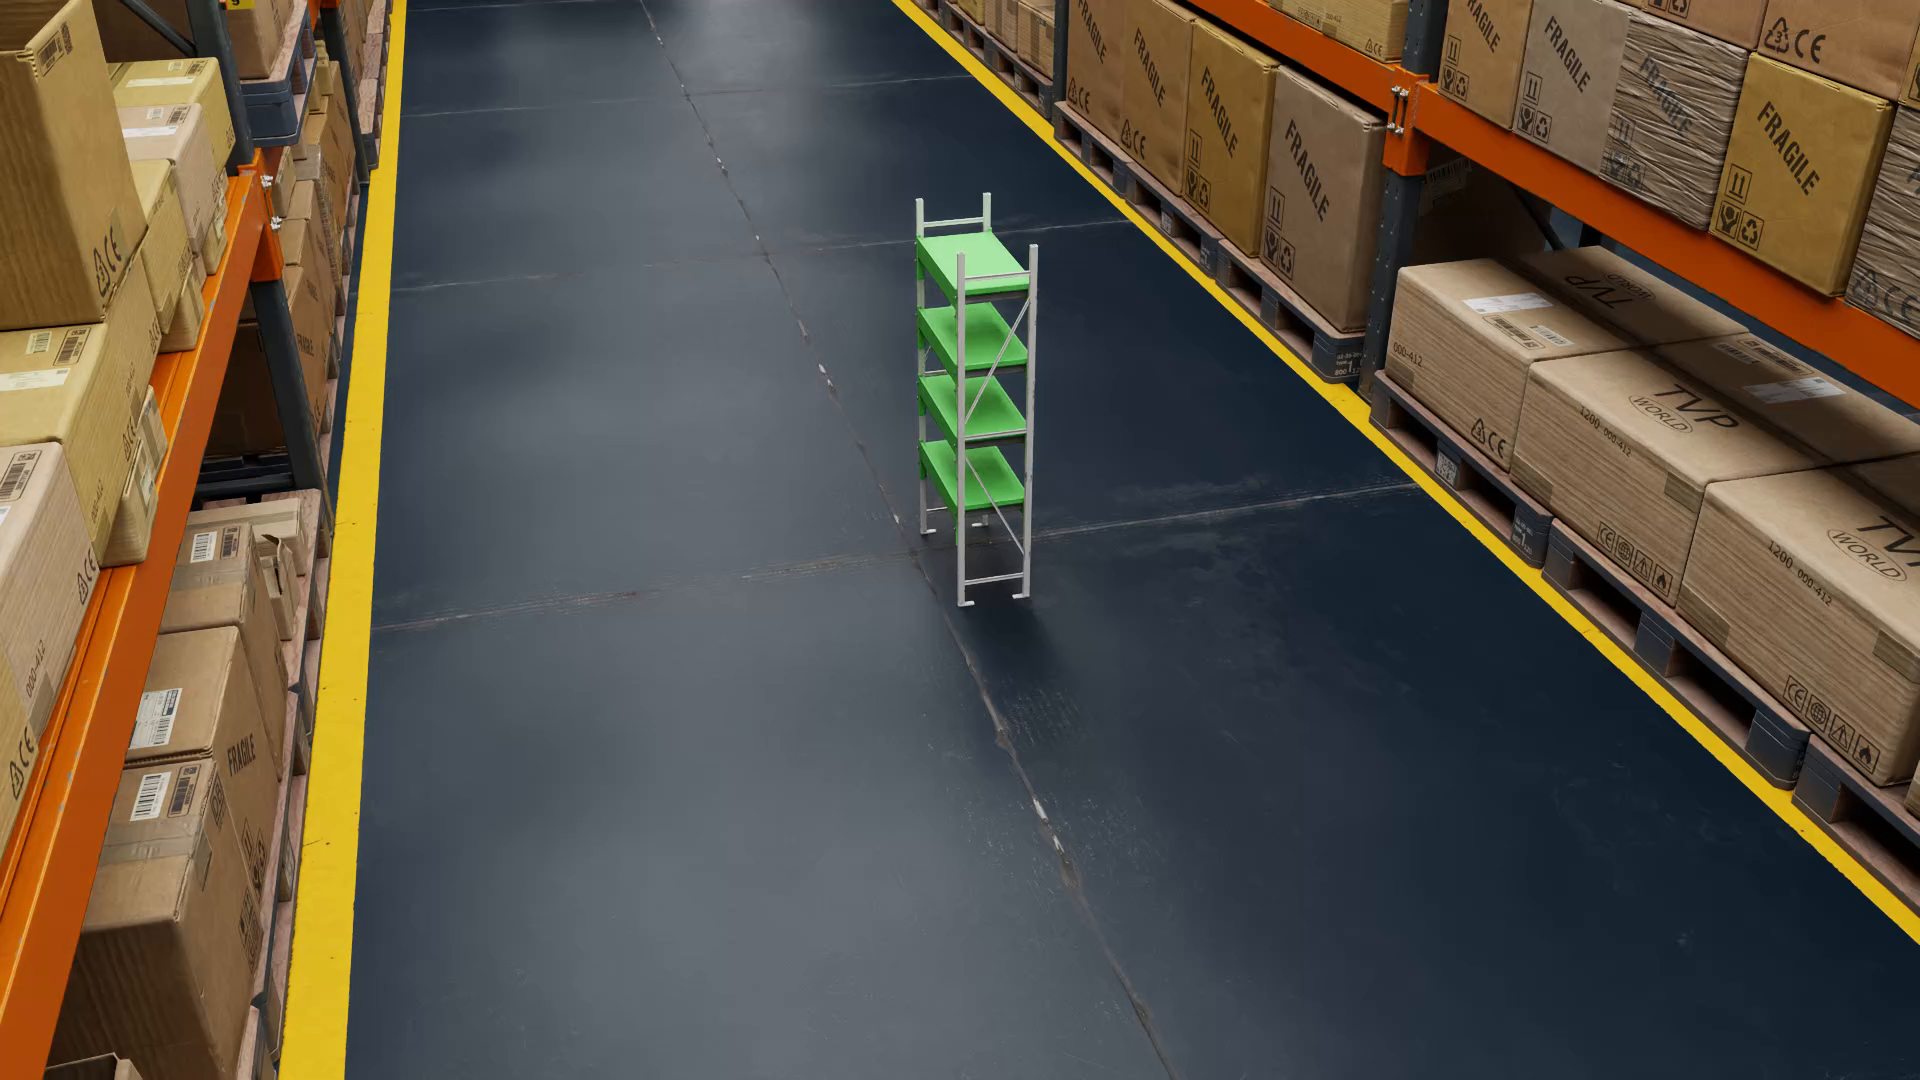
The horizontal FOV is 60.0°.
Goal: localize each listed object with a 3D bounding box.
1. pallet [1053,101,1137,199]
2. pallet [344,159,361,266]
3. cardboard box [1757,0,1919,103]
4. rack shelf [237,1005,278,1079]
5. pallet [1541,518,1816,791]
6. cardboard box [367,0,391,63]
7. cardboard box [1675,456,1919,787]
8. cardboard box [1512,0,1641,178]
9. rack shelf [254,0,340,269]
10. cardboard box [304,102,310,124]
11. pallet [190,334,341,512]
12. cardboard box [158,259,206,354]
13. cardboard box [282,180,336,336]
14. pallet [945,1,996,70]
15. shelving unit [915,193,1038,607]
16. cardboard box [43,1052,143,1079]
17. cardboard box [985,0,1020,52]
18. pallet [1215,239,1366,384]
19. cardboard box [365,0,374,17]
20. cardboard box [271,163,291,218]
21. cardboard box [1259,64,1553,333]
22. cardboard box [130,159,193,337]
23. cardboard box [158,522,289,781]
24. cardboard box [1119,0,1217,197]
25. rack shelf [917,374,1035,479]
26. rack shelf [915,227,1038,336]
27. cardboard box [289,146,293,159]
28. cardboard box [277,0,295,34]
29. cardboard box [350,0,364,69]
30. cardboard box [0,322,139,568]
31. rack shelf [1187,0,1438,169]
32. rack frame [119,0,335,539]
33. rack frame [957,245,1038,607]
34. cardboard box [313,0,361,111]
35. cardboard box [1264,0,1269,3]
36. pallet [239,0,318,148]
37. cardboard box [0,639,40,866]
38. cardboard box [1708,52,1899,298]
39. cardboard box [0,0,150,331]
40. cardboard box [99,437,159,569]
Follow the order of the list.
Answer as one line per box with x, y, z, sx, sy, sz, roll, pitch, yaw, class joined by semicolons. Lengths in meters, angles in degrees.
1.190;-2.264;9.451;1.003;0.211;1.213;-8;31;-13;pallet
-3.569;-1.627;8.351;1.003;0.211;1.213;-8;31;-13;pallet
2.393;-1.406;4.087;0.500;0.500;0.500;-8;31;-14;cardboard box
11.090;-4.163;10.148;30.696;2.800;11.642;-8;31;-13;rack shelf
2.569;0.245;5.116;1.003;0.211;1.213;-8;31;-13;pallet
-1.253;-3.159;8.763;5.789;2.449;8.416;-8;31;-14;cardboard box
2.655;0.183;4.578;0.875;0.438;0.875;-7;31;-12;cardboard box
2.117;-1.468;5.192;0.500;0.500;0.500;-8;31;-13;cardboard box
-3.200;-1.923;6.795;1.077;0.370;4.000;-8;31;-13;rack shelf
-3.200;-1.981;7.607;0.380;0.149;0.250;-7;31;-12;cardboard box
-2.921;-0.449;6.315;1.003;0.211;1.213;-8;31;-13;pallet
-2.020;-0.544;3.946;0.380;0.149;0.250;-8;31;-14;cardboard box
-2.860;-1.129;6.782;0.500;0.500;0.500;-9;31;-15;cardboard box
0.528;-3.620;11.794;1.003;0.211;1.213;-8;31;-13;pallet
0.044;-0.439;5.311;0.258;1.200;0.503;-8;31;-13;shelving unit
-1.678;1.255;2.661;0.797;0.503;0.637;-9;31;-15;cardboard box
0.710;-3.536;11.068;0.950;0.372;0.625;-8;31;-14;cardboard box
1.838;-1.085;7.415;1.003;0.211;1.213;-8;31;-13;pallet
-4.643;-4.035;11.679;0.875;0.625;0.625;-6;31;-11;cardboard box
-2.851;-1.359;6.533;0.380;0.149;0.250;-8;31;-13;cardboard box
1.874;-1.481;7.016;0.875;0.875;0.875;-7;31;-12;cardboard box
-2.032;-0.636;3.707;0.500;0.250;0.500;-8;31;-14;cardboard box
-2.143;0.337;4.250;0.700;0.500;0.500;-9;31;-15;cardboard box
1.390;-2.348;8.514;0.875;0.875;0.875;-7;31;-13;cardboard box
0.044;-0.384;5.343;0.258;0.148;0.480;-8;31;-13;rack shelf
0.044;-0.799;5.103;0.258;0.148;0.480;-8;31;-13;rack shelf
-3.015;-1.606;6.959;0.380;0.149;0.250;-8;31;-13;cardboard box
-2.719;-2.006;5.703;0.700;0.500;0.500;-8;31;-13;cardboard box
-4.243;-3.297;10.402;0.875;0.625;0.625;-9;31;-15;cardboard box
-1.740;-0.143;2.855;0.500;0.250;0.500;-8;31;-14;cardboard box
1.585;-2.584;7.939;1.077;0.370;4.000;-8;31;-13;rack shelf
-2.669;-1.268;4.946;1.000;3.000;0.127;-8;31;-13;rack frame
0.109;-0.321;5.108;0.240;1.200;0.015;-8;31;-13;rack frame
-3.883;-2.657;9.297;0.875;0.625;0.625;-7;31;-12;cardboard box
1.504;-2.540;7.294;0.500;0.250;0.500;-9;31;-15;cardboard box
-2.776;-1.585;5.686;1.003;0.211;1.213;-8;31;-13;pallet
-1.468;0.345;2.012;0.500;0.250;0.500;-8;31;-13;cardboard box
2.380;-0.978;4.346;0.500;0.500;0.500;-7;31;-12;cardboard box
-1.867;-0.704;3.076;0.500;0.500;0.500;-7;31;-12;cardboard box
-1.724;-0.051;3.095;0.380;0.149;0.250;-9;31;-15;cardboard box
